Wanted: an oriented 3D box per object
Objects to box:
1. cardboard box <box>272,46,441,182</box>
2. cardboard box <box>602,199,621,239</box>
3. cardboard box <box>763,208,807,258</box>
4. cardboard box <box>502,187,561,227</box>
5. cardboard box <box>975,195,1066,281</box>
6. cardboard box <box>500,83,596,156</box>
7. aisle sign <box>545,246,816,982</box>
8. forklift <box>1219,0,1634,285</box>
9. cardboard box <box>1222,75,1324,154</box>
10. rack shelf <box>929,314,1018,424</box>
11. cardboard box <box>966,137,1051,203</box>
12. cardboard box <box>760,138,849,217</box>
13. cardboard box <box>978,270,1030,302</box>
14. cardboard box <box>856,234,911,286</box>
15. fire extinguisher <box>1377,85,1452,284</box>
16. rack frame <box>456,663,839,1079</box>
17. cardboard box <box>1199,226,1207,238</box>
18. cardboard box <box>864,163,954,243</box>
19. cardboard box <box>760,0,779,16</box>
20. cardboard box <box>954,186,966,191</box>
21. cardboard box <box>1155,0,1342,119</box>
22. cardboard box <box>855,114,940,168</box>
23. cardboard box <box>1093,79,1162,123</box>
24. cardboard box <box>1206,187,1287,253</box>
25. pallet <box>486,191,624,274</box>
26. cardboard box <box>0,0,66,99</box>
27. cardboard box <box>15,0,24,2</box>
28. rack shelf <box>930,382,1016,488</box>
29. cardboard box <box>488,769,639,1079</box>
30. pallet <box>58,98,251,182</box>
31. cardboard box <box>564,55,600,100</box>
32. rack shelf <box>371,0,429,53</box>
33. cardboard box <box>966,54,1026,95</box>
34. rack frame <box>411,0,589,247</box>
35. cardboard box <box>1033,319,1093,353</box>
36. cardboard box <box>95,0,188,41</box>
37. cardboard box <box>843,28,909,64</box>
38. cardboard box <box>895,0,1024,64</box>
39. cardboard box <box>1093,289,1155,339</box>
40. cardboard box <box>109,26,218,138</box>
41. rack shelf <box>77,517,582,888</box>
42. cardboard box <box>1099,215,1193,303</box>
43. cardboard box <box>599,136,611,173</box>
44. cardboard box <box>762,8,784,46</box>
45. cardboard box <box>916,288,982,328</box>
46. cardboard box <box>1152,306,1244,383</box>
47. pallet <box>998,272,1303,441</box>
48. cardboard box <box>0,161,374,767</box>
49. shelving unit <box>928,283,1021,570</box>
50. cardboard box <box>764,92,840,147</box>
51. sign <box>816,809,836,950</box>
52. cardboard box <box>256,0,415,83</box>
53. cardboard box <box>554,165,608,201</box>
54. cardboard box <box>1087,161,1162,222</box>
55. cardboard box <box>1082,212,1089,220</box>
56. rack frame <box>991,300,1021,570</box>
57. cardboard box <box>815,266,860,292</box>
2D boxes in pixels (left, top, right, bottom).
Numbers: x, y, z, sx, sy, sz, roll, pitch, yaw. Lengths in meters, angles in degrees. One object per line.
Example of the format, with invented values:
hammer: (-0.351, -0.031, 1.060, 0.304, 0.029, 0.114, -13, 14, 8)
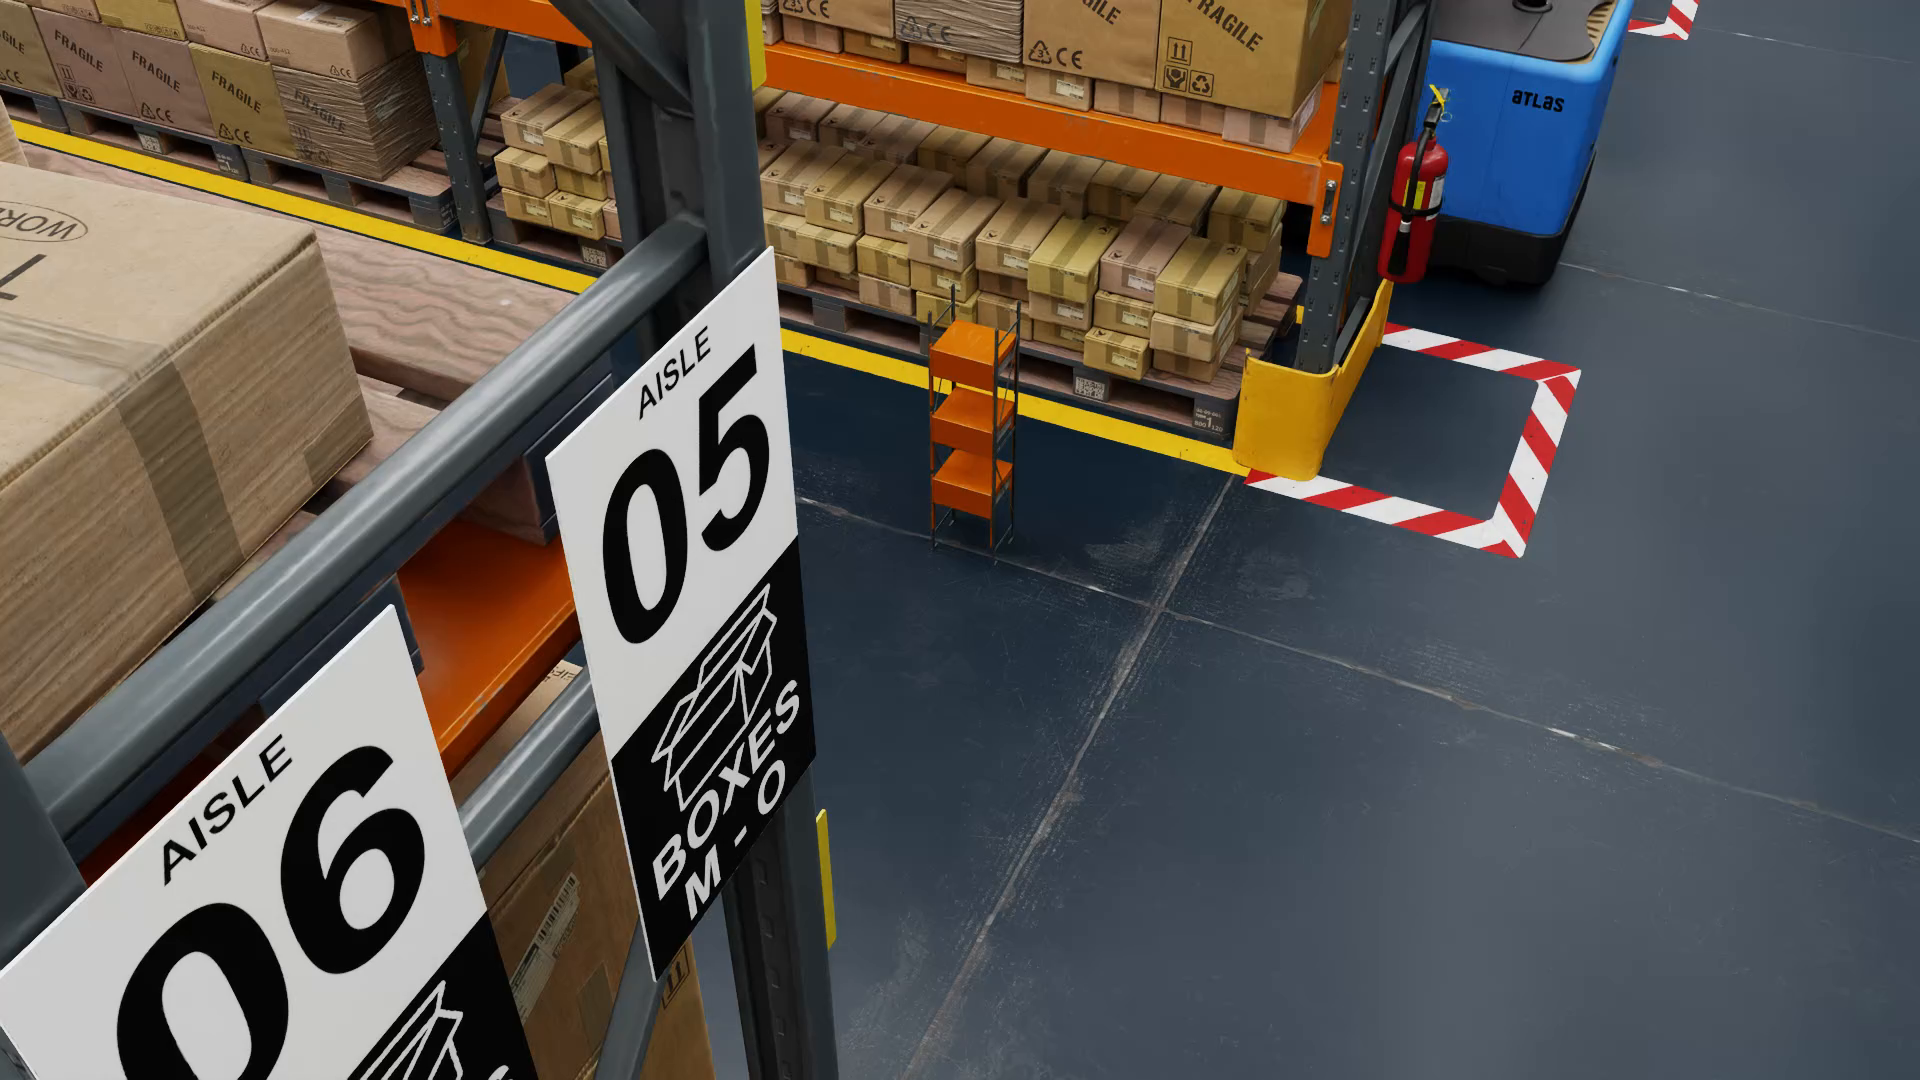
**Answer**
cardboard box: (-2.867, -2.099, 7.970, 0.500, 0.500, 0.500, 16, 43, 18)
cardboard box: (-1.407, -1.508, 7.555, 0.250, 0.149, 0.380, 17, 44, 18)
cardboard box: (-0.709, -1.396, 7.199, 0.250, 0.149, 0.380, 17, 44, 18)
cardboard box: (-1.896, -1.620, 7.684, 0.250, 0.149, 0.380, 15, 43, 17)
cardboard box: (0.248, -1.234, 6.785, 0.250, 0.149, 0.380, 15, 43, 17)
cardboard box: (-1.865, -1.917, 7.574, 0.250, 0.149, 0.380, 19, 44, 20)
aisle sign: (-0.278, 0.110, 1.849, 0.004, 0.787, 0.394, 17, 44, 19)
forklift: (1.490, -2.920, 7.381, 3.031, 2.935, 1.130, 18, 44, 19)
cardboard box: (1.120, -1.550, 5.939, 0.250, 0.149, 0.380, 17, 44, 19)
rack shelf: (0.048, -0.588, 5.710, 0.240, 0.259, 0.215, 17, 44, 19)
cardboard box: (0.222, -1.628, 7.239, 0.250, 0.149, 0.380, 19, 44, 20)
cardboard box: (-0.667, -1.561, 7.163, 0.250, 0.149, 0.380, 15, 43, 17)
cardboard box: (0.264, -1.171, 6.940, 0.250, 0.149, 0.380, 16, 44, 18)
cardboard box: (-0.235, -1.253, 7.034, 0.250, 0.149, 0.380, 19, 44, 21)
fire extinguisher: (1.568, -1.208, 5.697, 0.183, 0.674, 0.296, 17, 44, 19)
rack frame: (-0.466, 1.244, 2.524, 0.127, 3.000, 1.000, 17, 44, 19)
cardboard box: (0.944, -1.323, 7.115, 0.250, 0.149, 0.380, 17, 44, 18)
cardboard box: (-0.211, -1.414, 6.993, 0.250, 0.149, 0.380, 16, 43, 17)
cardboard box: (-0.855, -2.399, 6.425, 0.500, 0.500, 0.500, 16, 43, 18)
cardboard box: (-0.045, -1.541, 7.366, 0.250, 0.149, 0.380, 19, 44, 21)
cardboard box: (1.019, -1.844, 5.784, 0.500, 0.500, 0.500, 18, 44, 19)
cardboard box: (-0.265, -1.740, 7.370, 0.250, 0.149, 0.380, 17, 44, 19)
cardboard box: (0.677, -1.701, 6.114, 0.250, 0.149, 0.380, 17, 44, 18)
cardboard box: (1.204, -1.375, 6.948, 0.250, 0.149, 0.380, 15, 43, 17)
pallet: (-1.466, -1.611, 7.947, 1.213, 0.211, 1.003, 17, 44, 19)
cardboard box: (-4.725, -2.667, 8.625, 0.500, 0.500, 0.500, 17, 44, 19)
cardboard box: (-4.733, -2.960, 8.390, 0.500, 0.250, 0.500, 16, 44, 18)
rack shelf: (0.048, -0.374, 5.896, 0.240, 0.259, 0.215, 17, 44, 19)
cardboard box: (-0.781, 0.527, 2.513, 0.500, 0.500, 0.500, 16, 43, 18)
pallet: (-3.906, -2.328, 8.774, 1.213, 0.211, 1.003, 17, 44, 19)
cardboard box: (-1.657, -2.192, 7.890, 0.250, 0.149, 0.380, 18, 44, 20)
rack shelf: (-3.902, -3.112, 8.099, 4.000, 0.370, 1.077, 17, 44, 19)
cardboard box: (0.209, -1.848, 6.284, 0.250, 0.149, 0.380, 15, 43, 17)
rack frame: (-2.090, -2.830, 7.224, 0.127, 3.000, 1.000, 17, 44, 19)
cardboard box: (0.491, -0.961, 6.924, 0.250, 0.149, 0.380, 17, 44, 18)
cardboard box: (-3.817, -2.672, 8.057, 0.500, 0.250, 0.500, 15, 43, 17)
cardboard box: (-0.257, -2.022, 6.485, 0.250, 0.149, 0.380, 18, 44, 19)
cardboard box: (0.091, -2.124, 6.107, 0.500, 0.500, 0.500, 17, 44, 19)
cardboard box: (0.722, -0.997, 6.739, 0.250, 0.149, 0.380, 16, 43, 18)
cardboard box: (-3.795, -2.386, 8.301, 0.500, 0.500, 0.500, 16, 43, 18)
rack shelf: (-2.279, -0.171, 2.417, 4.000, 0.370, 1.077, 17, 44, 19)
cardboard box: (0.745, -1.128, 6.663, 0.250, 0.149, 0.380, 18, 44, 19)
cardboard box: (-1.391, -1.765, 7.398, 0.250, 0.149, 0.380, 16, 44, 18)
cardboard box: (-0.758, -2.126, 6.605, 0.250, 0.149, 0.380, 19, 44, 20)
cardboard box: (0.004, -1.055, 7.033, 0.250, 0.149, 0.380, 15, 43, 17)
cardboard box: (0.970, -0.825, 6.768, 0.250, 0.149, 0.380, 18, 44, 19)
pallet: (0.745, -0.935, 7.168, 1.213, 0.211, 1.003, 17, 44, 19)
cardboard box: (-0.912, -0.100, 1.503, 0.500, 0.250, 0.500, 13, 43, 15)
shelving unit: (0.048, -0.382, 5.889, 0.252, 1.050, 0.215, 17, 44, 19)
cardboard box: (-0.694, -1.942, 7.602, 0.250, 0.149, 0.380, 15, 43, 17)
sign: (-0.226, 0.559, 2.593, 0.005, 0.325, 0.100, 17, 44, 19)
cardboard box: (-2.872, -2.383, 7.725, 0.500, 0.250, 0.500, 16, 43, 18)
cardboard box: (-1.629, -1.716, 7.569, 0.250, 0.149, 0.380, 17, 44, 19)
cardboard box: (0.729, -1.526, 7.122, 0.250, 0.149, 0.380, 17, 44, 19)
cardboard box: (0.499, -1.473, 7.288, 0.250, 0.149, 0.380, 18, 44, 20)
rack frame: (0.159, -0.348, 5.850, 0.008, 1.050, 0.200, 17, 44, 19)
cardboard box: (-0.433, -1.257, 7.266, 0.250, 0.149, 0.380, 18, 44, 20)
